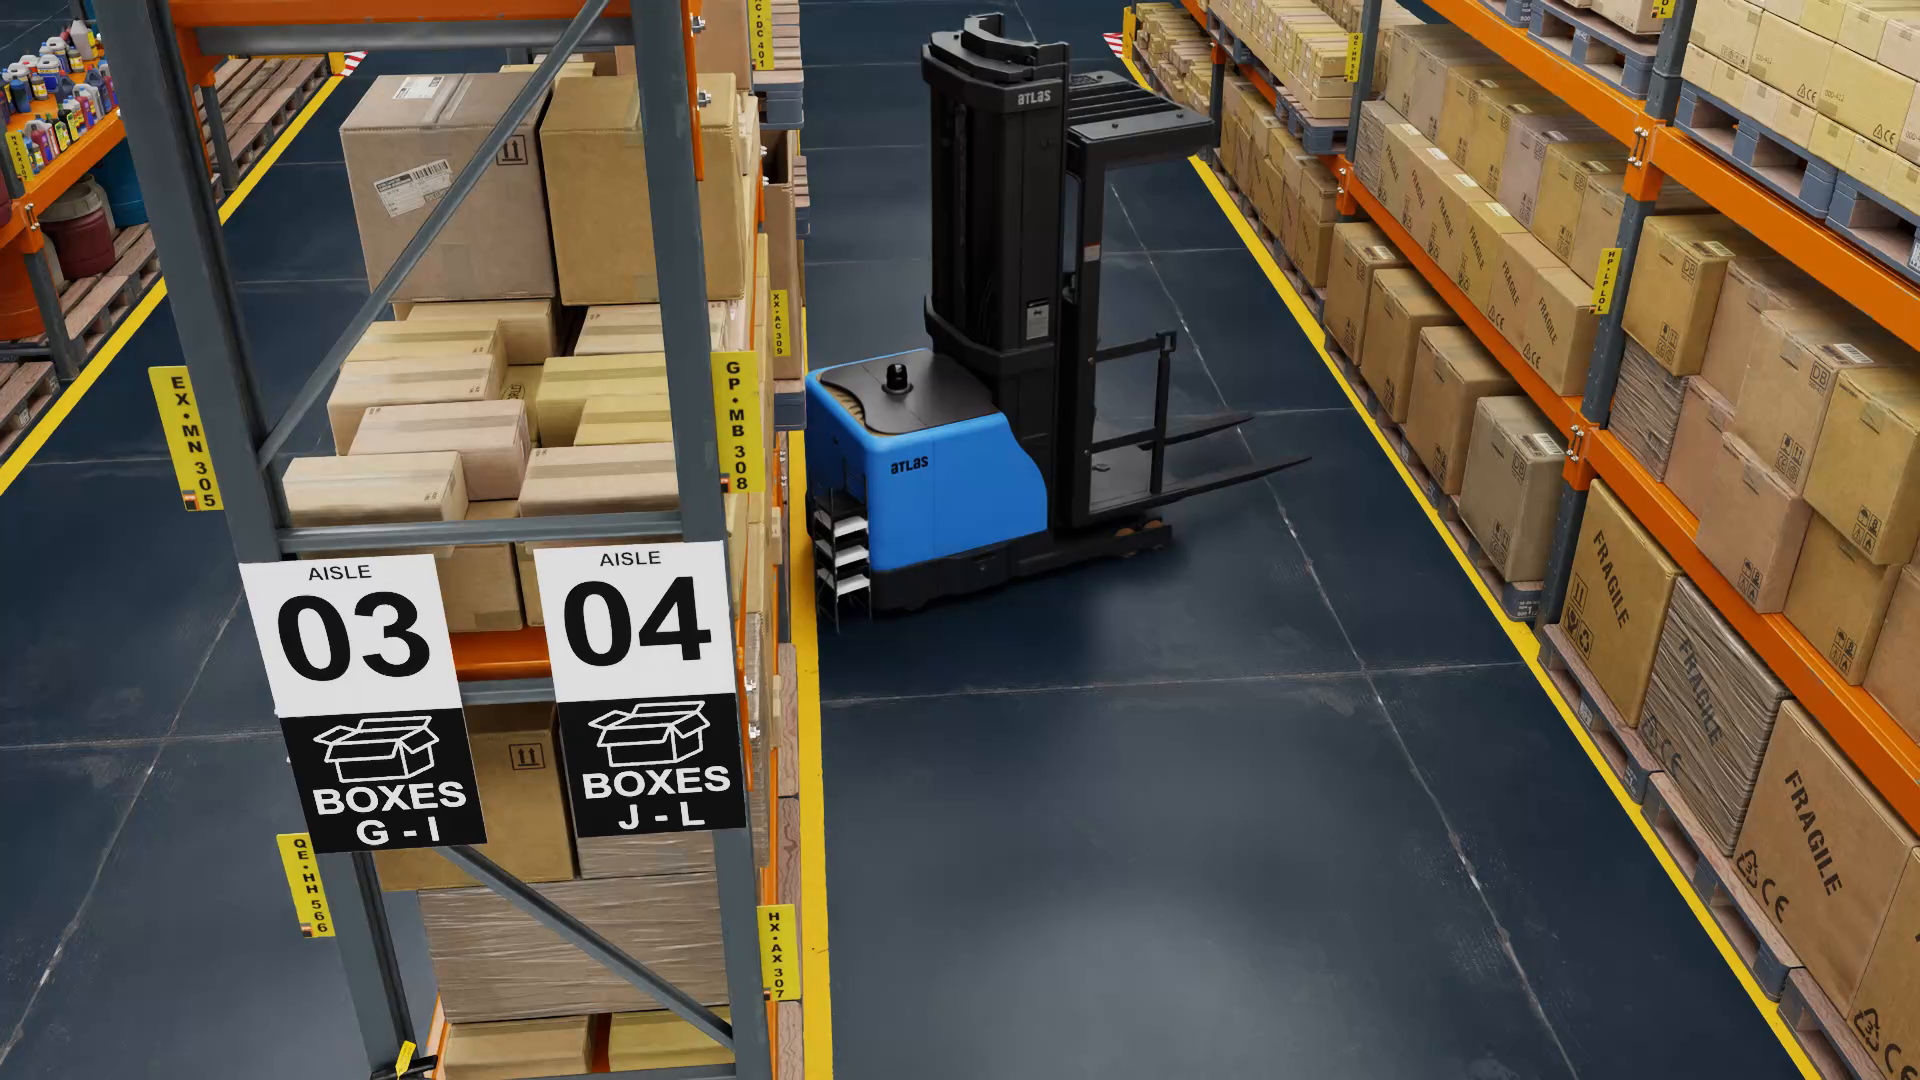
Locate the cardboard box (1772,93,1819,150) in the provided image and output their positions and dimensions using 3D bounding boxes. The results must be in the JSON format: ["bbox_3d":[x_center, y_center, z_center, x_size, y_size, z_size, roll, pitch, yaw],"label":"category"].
[{"bbox_3d":[3.338,-1.594,6.306,0.380,0.149,0.250,-3,31,-5],"label":"cardboard box"}]

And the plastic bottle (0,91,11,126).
[{"bbox_3d":[-7.125,-3.220,12.330,0.061,0.283,0.133,-3,31,-5],"label":"plastic bottle"}]

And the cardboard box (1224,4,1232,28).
[{"bbox_3d":[2.454,-4.445,14.102,0.380,0.149,0.250,-3,31,-4],"label":"cardboard box"}]

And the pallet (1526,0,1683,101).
[{"bbox_3d":[3.436,-2.452,8.191,0.805,0.209,1.217,-4,31,-7],"label":"pallet"}]

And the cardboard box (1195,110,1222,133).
[{"bbox_3d":[2.448,-4.005,15.901,0.380,0.149,0.250,-2,31,-4],"label":"cardboard box"}]

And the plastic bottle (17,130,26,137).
[{"bbox_3d":[-6.566,-2.771,11.658,0.097,0.201,0.097,0,31,0],"label":"plastic bottle"}]

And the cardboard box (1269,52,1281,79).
[{"bbox_3d":[2.601,-3.648,12.768,0.380,0.149,0.250,-4,31,-7],"label":"cardboard box"}]

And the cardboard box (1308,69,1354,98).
[{"bbox_3d":[2.698,-3.253,11.817,0.380,0.149,0.250,-2,31,-4],"label":"cardboard box"}]

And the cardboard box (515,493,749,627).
[{"bbox_3d":[-0.791,-0.034,4.103,0.500,0.250,0.500,-2,31,-3],"label":"cardboard box"}]

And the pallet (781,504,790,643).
[{"bbox_3d":[-1.451,0.206,9.201,1.003,0.211,1.213,-3,31,-5],"label":"pallet"}]

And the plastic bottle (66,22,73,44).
[{"bbox_3d":[-7.446,-4.184,13.943,0.061,0.283,0.133,-3,31,-5],"label":"plastic bottle"}]

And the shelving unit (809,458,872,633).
[{"bbox_3d":[-0.631,0.035,8.814,0.210,0.900,0.258,-18,35,-27],"label":"shelving unit"}]

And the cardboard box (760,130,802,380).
[{"bbox_3d":[-1.312,-1.444,8.249,1.000,1.000,1.000,-3,31,-4],"label":"cardboard box"}]

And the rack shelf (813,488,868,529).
[{"bbox_3d":[-0.632,-0.168,8.693,0.200,0.077,0.258,-18,35,-27],"label":"rack shelf"}]

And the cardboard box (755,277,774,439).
[{"bbox_3d":[-1.013,-0.722,6.672,0.500,0.500,0.500,-3,31,-5],"label":"cardboard box"}]

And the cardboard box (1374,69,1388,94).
[{"bbox_3d":[3.306,-3.408,12.366,0.380,0.149,0.250,-1,31,-2],"label":"cardboard box"}]

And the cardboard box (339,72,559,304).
[{"bbox_3d":[-1.400,-1.004,4.706,0.500,0.500,0.500,-3,31,-5],"label":"cardboard box"}]

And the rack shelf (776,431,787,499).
[{"bbox_3d":[-1.564,-1.306,9.714,1.077,0.370,4.000,-3,31,-5],"label":"rack shelf"}]

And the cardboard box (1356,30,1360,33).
[{"bbox_3d":[3.250,-3.809,12.748,0.380,0.149,0.250,-3,31,-5],"label":"cardboard box"}]

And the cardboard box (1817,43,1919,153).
[{"bbox_3d":[3.434,-1.576,5.888,0.500,0.250,0.500,-3,31,-5],"label":"cardboard box"}]

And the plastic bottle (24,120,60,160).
[{"bbox_3d":[-6.444,-2.818,11.665,0.152,0.276,0.135,-3,31,-5],"label":"plastic bottle"}]

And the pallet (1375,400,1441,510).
[{"bbox_3d":[3.307,-0.598,10.545,1.003,0.211,1.213,-3,31,-5],"label":"pallet"}]

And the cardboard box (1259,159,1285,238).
[{"bbox_3d":[2.765,-2.788,13.520,0.500,0.500,0.500,-4,31,-7],"label":"cardboard box"}]

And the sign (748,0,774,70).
[{"bbox_3d":[-0.837,-2.134,6.968,0.100,0.325,0.005,-3,31,-5],"label":"sign"}]

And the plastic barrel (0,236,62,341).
[{"bbox_3d":[-6.744,-1.897,11.707,0.600,0.830,0.708,-3,31,-5],"label":"plastic barrel"}]

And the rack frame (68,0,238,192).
[{"bbox_3d":[-7.055,-4.441,14.261,1.000,3.000,0.127,-3,31,-5],"label":"rack frame"}]

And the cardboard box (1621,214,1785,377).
[{"bbox_3d":[3.571,-1.118,7.498,0.875,0.550,0.550,-3,31,-5],"label":"cardboard box"}]

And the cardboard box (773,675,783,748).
[{"bbox_3d":[-0.836,0.628,6.018,0.380,0.149,0.250,-3,31,-5],"label":"cardboard box"}]

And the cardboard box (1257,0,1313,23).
[{"bbox_3d":[2.553,-4.172,13.065,0.380,0.149,0.250,-2,31,-3],"label":"cardboard box"}]

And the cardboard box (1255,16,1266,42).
[{"bbox_3d":[2.551,-4.043,13.140,0.380,0.149,0.250,-3,31,-6],"label":"cardboard box"}]

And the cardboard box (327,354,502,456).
[{"bbox_3d":[-1.382,-0.346,4.237,0.380,0.149,0.250,-4,31,-7],"label":"cardboard box"}]

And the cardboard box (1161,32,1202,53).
[{"bbox_3d":[2.303,-5.164,17.261,0.380,0.149,0.250,-2,31,-4],"label":"cardboard box"}]

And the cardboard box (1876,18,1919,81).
[{"bbox_3d":[3.387,-1.674,5.663,0.380,0.149,0.250,-3,31,-5],"label":"cardboard box"}]

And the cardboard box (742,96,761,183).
[{"bbox_3d":[-1.074,-1.597,6.721,0.500,0.250,0.500,-2,31,-3],"label":"cardboard box"}]

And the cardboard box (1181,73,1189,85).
[{"bbox_3d":[2.428,-4.630,16.657,0.380,0.149,0.250,-2,31,-3],"label":"cardboard box"}]

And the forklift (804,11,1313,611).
[{"bbox_3d":[0.660,-1.386,9.213,3.031,2.935,1.130,-14,34,-23],"label":"forklift"}]

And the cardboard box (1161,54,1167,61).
[{"bbox_3d":[2.350,-5.063,17.672,0.380,0.149,0.250,-3,31,-4],"label":"cardboard box"}]

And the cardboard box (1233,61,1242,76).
[{"bbox_3d":[2.911,-4.664,16.425,0.380,0.149,0.250,-4,31,-6],"label":"cardboard box"}]

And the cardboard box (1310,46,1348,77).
[{"bbox_3d":[2.695,-3.379,11.737,0.380,0.149,0.250,-4,31,-7],"label":"cardboard box"}]

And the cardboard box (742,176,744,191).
[{"bbox_3d":[-0.930,-1.164,5.606,0.380,0.149,0.250,-1,31,-2],"label":"cardboard box"}]

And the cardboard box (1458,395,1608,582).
[{"bbox_3d":[3.423,-0.307,9.124,1.050,0.750,0.750,-3,31,-5],"label":"cardboard box"}]

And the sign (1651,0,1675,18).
[{"bbox_3d":[3.032,-2.394,7.097,0.100,0.325,0.005,-3,31,-5],"label":"sign"}]

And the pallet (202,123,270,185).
[{"bbox_3d":[-7.163,-3.618,15.601,1.003,0.211,1.213,-3,31,-5],"label":"pallet"}]

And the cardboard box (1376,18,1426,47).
[{"bbox_3d":[3.277,-3.793,12.431,0.380,0.149,0.250,-4,31,-7],"label":"cardboard box"}]

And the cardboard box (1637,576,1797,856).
[{"bbox_3d":[3.648,0.736,7.255,0.875,0.875,0.875,-3,31,-4],"label":"cardboard box"}]

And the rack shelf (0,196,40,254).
[{"bbox_3d":[-6.495,-1.069,9.317,1.077,0.370,4.000,-3,31,-5],"label":"rack shelf"}]

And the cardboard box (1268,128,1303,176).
[{"bbox_3d":[2.782,-3.106,13.322,0.500,0.250,0.500,-2,31,-3],"label":"cardboard box"}]

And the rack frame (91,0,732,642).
[{"bbox_3d":[-1.003,-1.128,2.863,1.000,3.000,0.127,-3,31,-5],"label":"rack frame"}]

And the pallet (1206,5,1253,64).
[{"bbox_3d":[2.750,-4.385,14.354,1.003,0.211,1.213,-3,31,-5],"label":"pallet"}]

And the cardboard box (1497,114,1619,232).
[{"bbox_3d":[3.422,-2.026,9.145,0.700,0.500,0.500,-3,31,-4],"label":"cardboard box"}]

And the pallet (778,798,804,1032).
[{"bbox_3d":[-1.162,1.568,6.919,1.003,0.211,1.213,-3,31,-5],"label":"pallet"}]

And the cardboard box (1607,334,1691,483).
[{"bbox_3d":[3.617,-0.657,7.779,0.875,0.550,0.550,-3,31,-5],"label":"cardboard box"}]

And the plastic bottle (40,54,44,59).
[{"bbox_3d":[-7.365,-3.804,13.388,0.097,0.201,0.097,0,31,0],"label":"plastic bottle"}]

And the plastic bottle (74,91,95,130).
[{"bbox_3d":[-6.463,-3.178,12.259,0.061,0.283,0.133,-3,31,-5],"label":"plastic bottle"}]

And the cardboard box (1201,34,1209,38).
[{"bbox_3d":[2.756,-5.328,17.825,0.380,0.149,0.250,-3,31,-5],"label":"cardboard box"}]

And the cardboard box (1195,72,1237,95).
[{"bbox_3d":[2.468,-4.374,15.939,0.380,0.149,0.250,-2,31,-4],"label":"cardboard box"}]

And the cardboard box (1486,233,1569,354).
[{"bbox_3d":[3.209,-1.335,8.962,0.500,0.500,0.500,-3,31,-5],"label":"cardboard box"}]

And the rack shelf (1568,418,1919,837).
[{"bbox_3d":[3.758,0.550,6.607,1.077,0.370,4.000,-3,31,-5],"label":"rack shelf"}]
